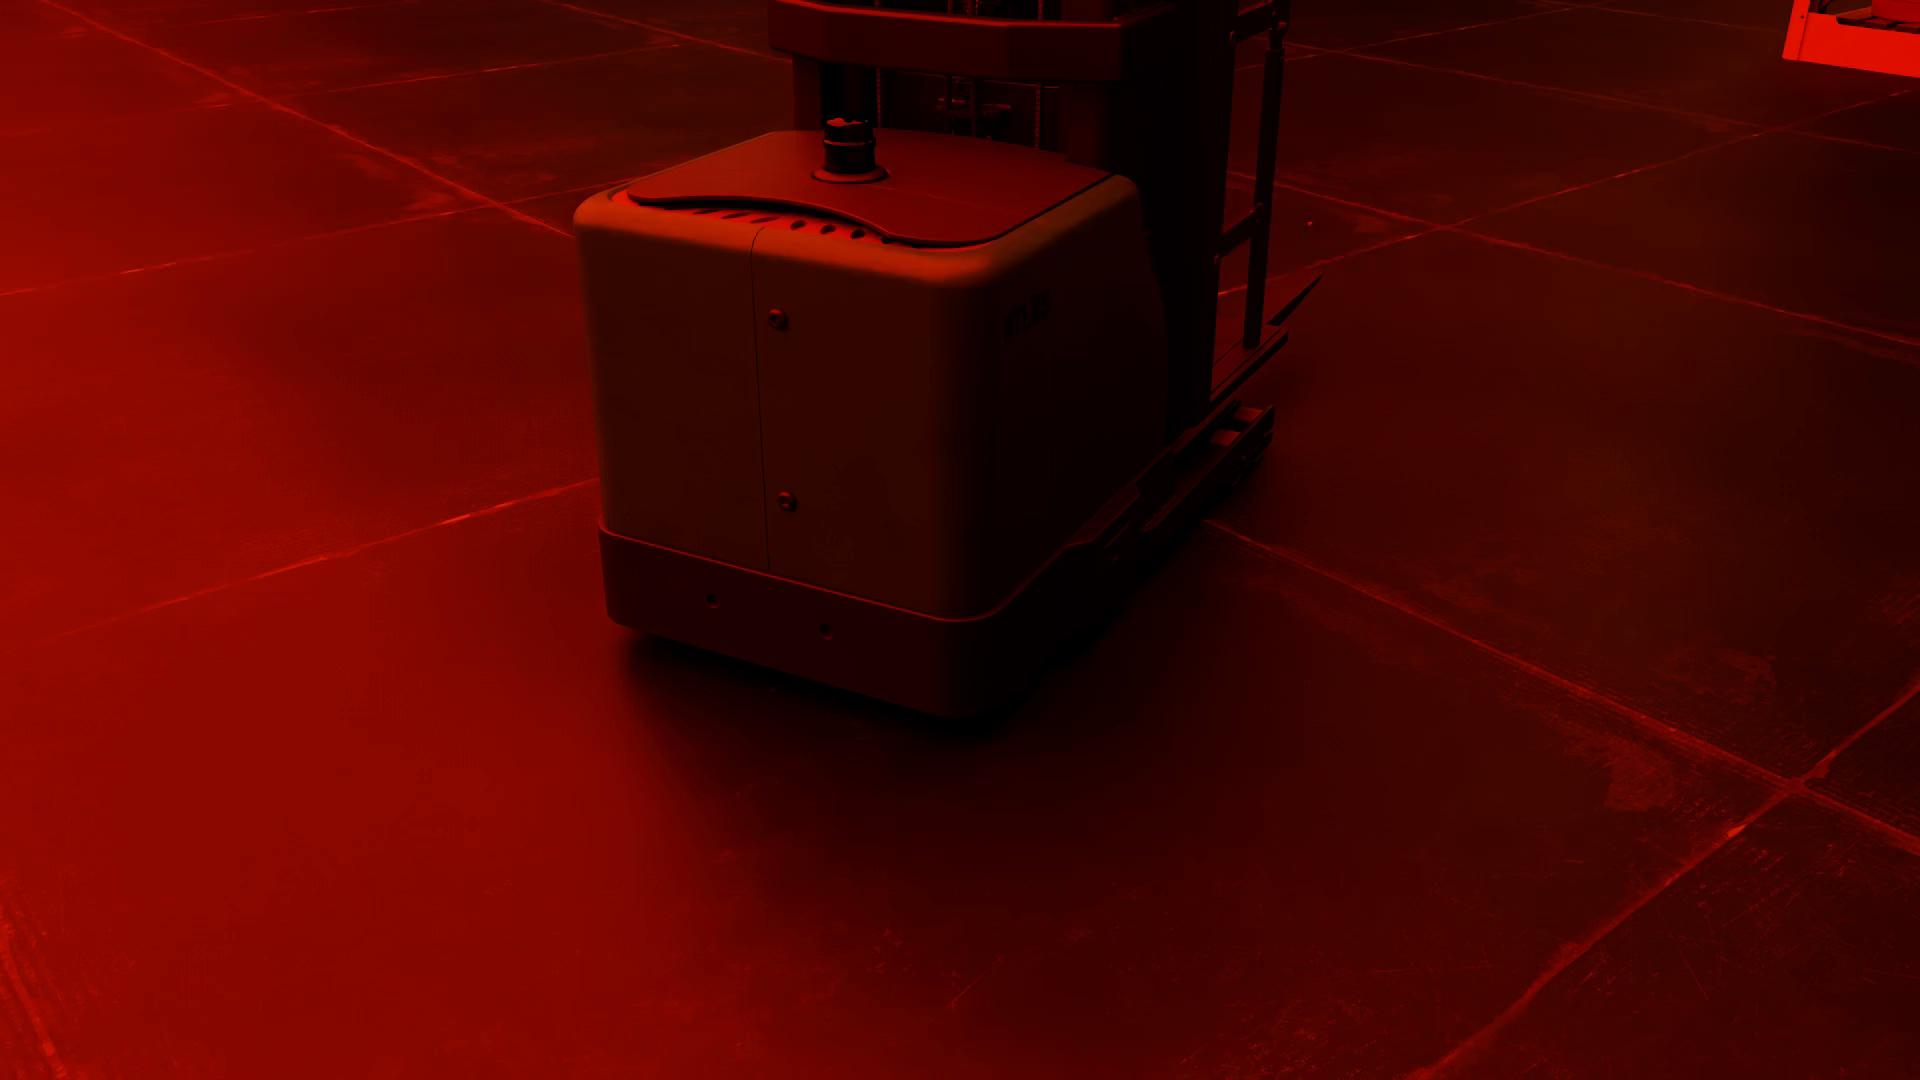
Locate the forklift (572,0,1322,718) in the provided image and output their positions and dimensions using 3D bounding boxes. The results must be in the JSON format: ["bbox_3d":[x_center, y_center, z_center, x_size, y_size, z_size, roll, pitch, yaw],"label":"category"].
[{"bbox_3d":[0.285,-1.552,4.331,1.130,2.935,3.031,13,29,25],"label":"forklift"}]
